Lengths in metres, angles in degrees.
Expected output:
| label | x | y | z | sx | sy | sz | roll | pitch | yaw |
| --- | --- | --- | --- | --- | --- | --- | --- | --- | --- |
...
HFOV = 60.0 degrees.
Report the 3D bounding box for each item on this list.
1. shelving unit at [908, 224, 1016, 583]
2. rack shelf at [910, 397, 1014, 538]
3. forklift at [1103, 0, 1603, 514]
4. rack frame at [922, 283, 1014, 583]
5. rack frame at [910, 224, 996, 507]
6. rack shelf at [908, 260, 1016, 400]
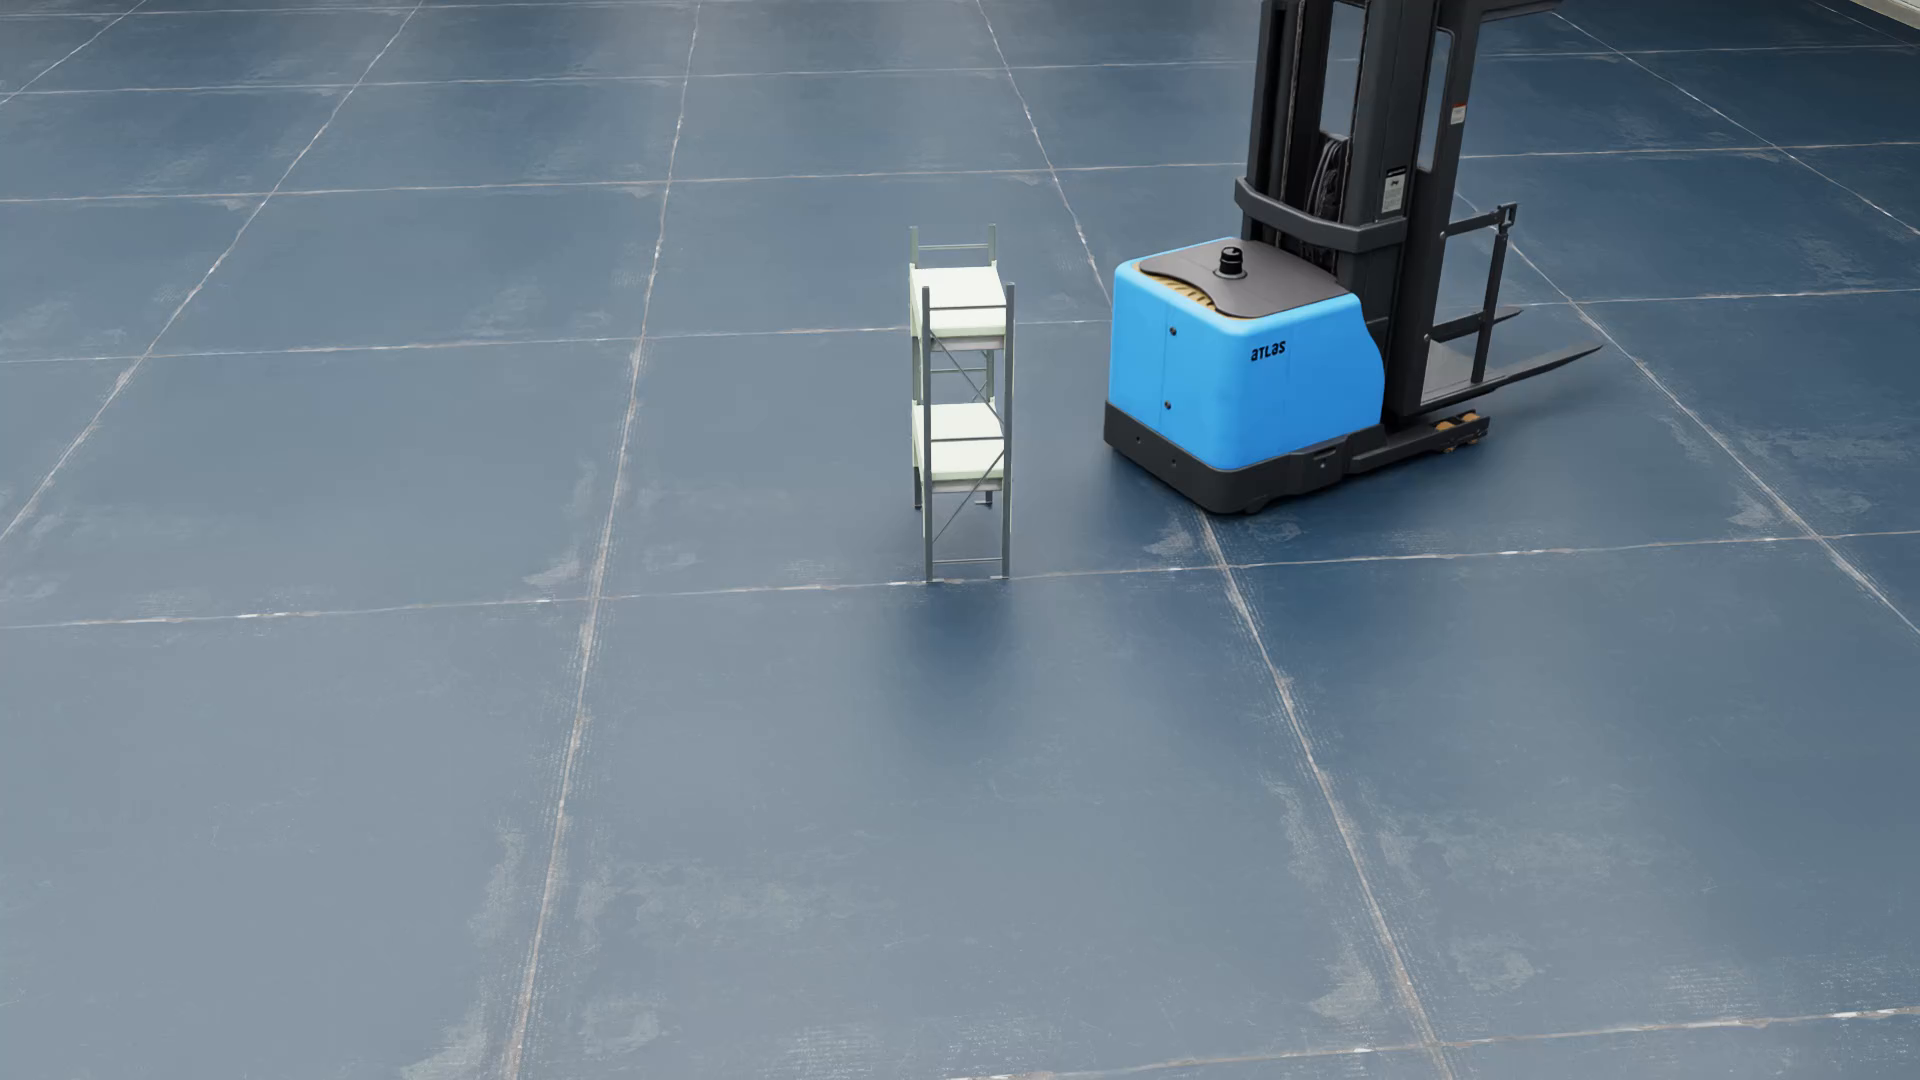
| label | x | y | z | sx | sy | sz | roll | pitch | yaw |
| --- | --- | --- | --- | --- | --- | --- | --- | --- | --- |
| shelving unit | 0.001 | -0.640 | 7.860 | 0.431 | 1.500 | 0.755 | -3 | 31 | -5 |
| rack shelf | 0.001 | -0.361 | 8.027 | 0.431 | 0.370 | 0.720 | -3 | 31 | -5 |
| forklift | 2.302 | -1.945 | 8.649 | 3.031 | 2.935 | 1.130 | -18 | 35 | -27 |
| rack frame | 0.035 | -0.454 | 7.547 | 0.400 | 1.500 | 0.023 | -3 | 31 | -5 |
| rack frame | -0.034 | -0.827 | 8.173 | 0.400 | 1.500 | 0.023 | -3 | 31 | -5 |
| rack shelf | 0.001 | -0.976 | 7.660 | 0.431 | 0.370 | 0.720 | -3 | 31 | -5 |
